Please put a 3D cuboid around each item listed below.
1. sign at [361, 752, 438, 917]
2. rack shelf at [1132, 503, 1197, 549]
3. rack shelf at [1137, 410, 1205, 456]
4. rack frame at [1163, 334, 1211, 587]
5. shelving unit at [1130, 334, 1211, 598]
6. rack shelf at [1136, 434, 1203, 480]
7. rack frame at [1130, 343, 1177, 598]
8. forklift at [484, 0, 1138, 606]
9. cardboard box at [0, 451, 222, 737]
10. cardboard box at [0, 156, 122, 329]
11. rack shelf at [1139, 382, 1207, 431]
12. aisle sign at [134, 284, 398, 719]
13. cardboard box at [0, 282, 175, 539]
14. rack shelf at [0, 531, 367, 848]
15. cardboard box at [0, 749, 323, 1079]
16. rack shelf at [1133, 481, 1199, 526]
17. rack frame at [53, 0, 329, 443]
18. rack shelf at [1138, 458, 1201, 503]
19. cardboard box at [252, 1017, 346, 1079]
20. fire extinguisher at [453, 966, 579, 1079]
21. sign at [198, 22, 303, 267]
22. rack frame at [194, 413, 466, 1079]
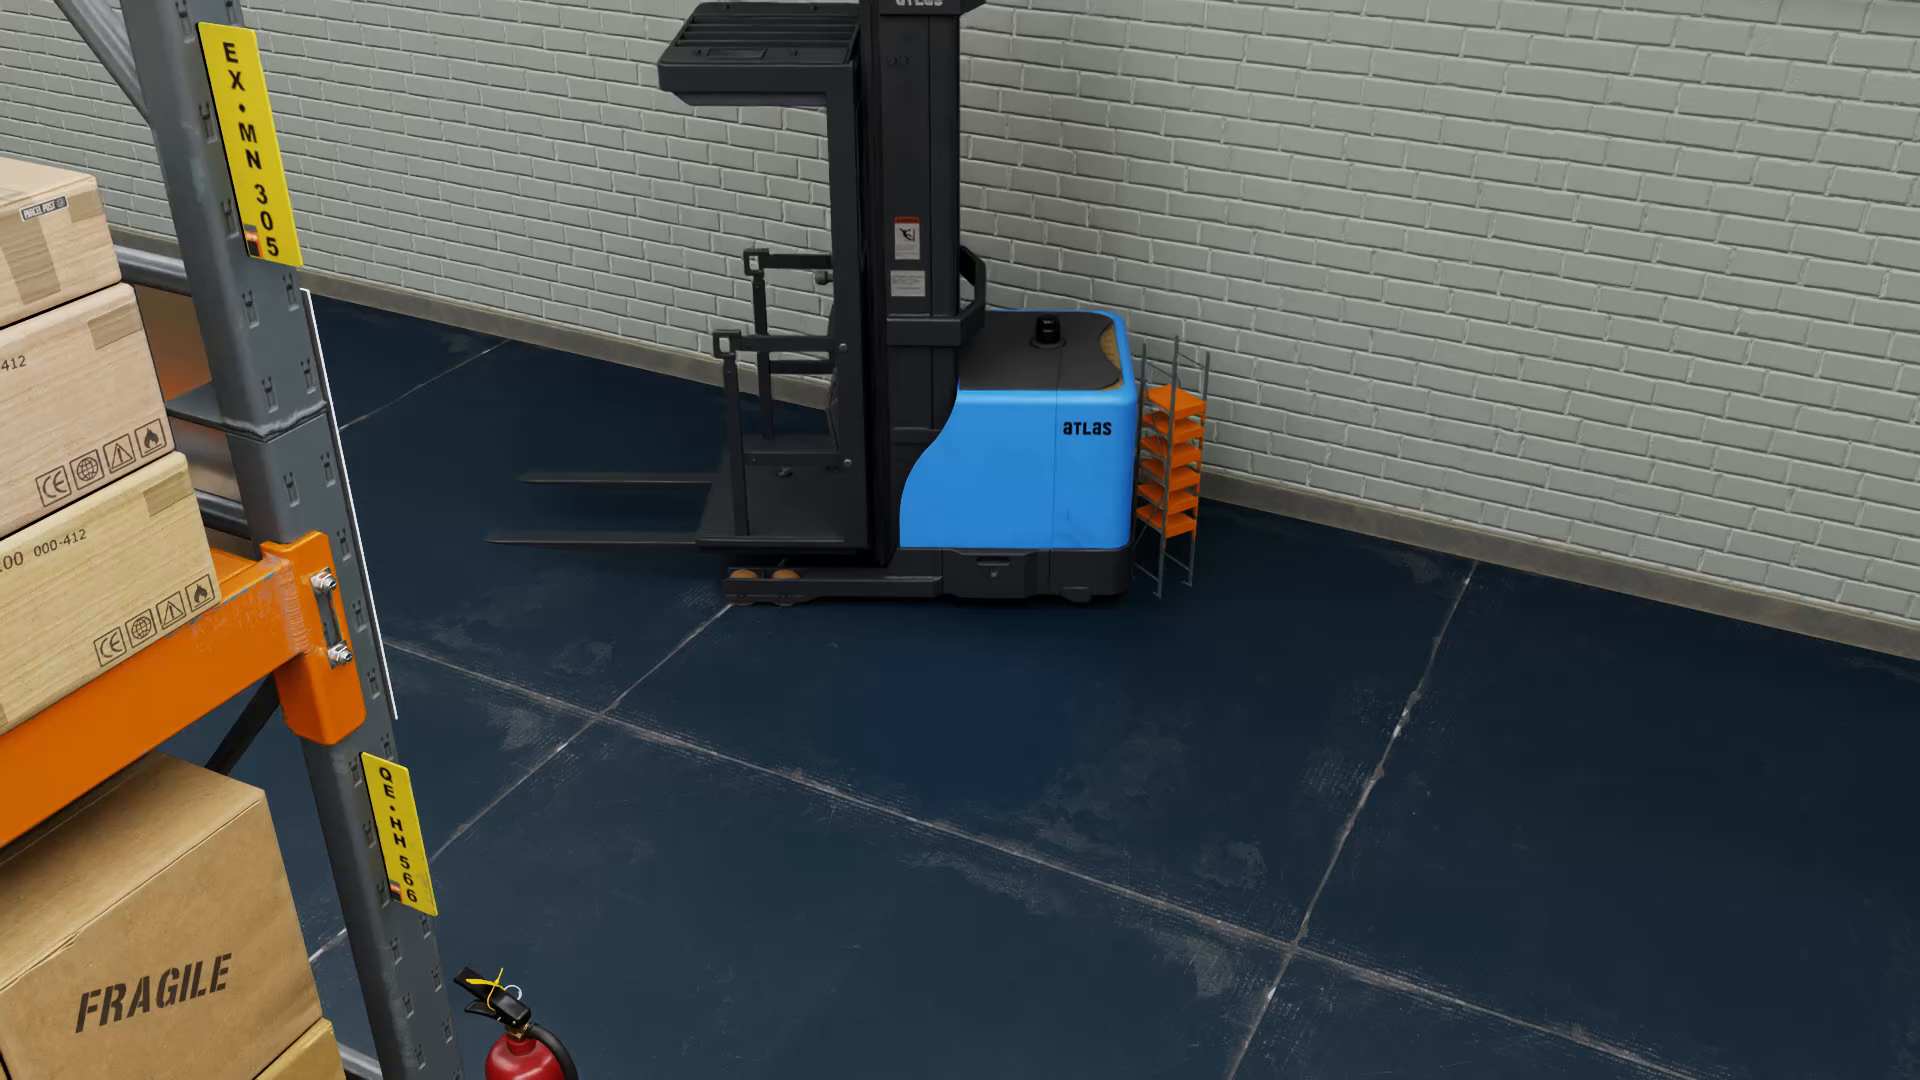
[{"bbox_3d":[-0.966,0.511,2.868,0.100,0.325,0.005,14,33,23],"label":"sign"},{"bbox_3d":[0.952,-0.079,7.753,0.180,0.103,0.258,-17,34,-27],"label":"rack shelf"},{"bbox_3d":[0.952,-0.495,7.514,0.180,0.103,0.258,-17,34,-27],"label":"rack shelf"},{"bbox_3d":[1.029,-0.349,7.653,0.006,1.200,0.240,-17,34,-27],"label":"rack frame"},{"bbox_3d":[0.952,-0.325,7.612,0.189,1.200,0.258,-17,34,-27],"label":"shelving unit"},{"bbox_3d":[0.952,-0.391,7.574,0.180,0.103,0.258,-17,34,-27],"label":"rack shelf"},{"bbox_3d":[0.874,-0.301,7.570,0.006,1.200,0.240,-17,34,-27],"label":"rack frame"},{"bbox_3d":[-0.716,-1.227,7.444,3.031,2.935,1.130,1,30,1],"label":"forklift"},{"bbox_3d":[-1.422,0.041,2.305,0.500,0.250,0.500,14,33,22],"label":"cardboard box"},{"bbox_3d":[-1.340,-0.396,2.164,0.380,0.149,0.250,14,33,23],"label":"cardboard box"},{"bbox_3d":[0.952,-0.599,7.454,0.180,0.103,0.258,-17,34,-27],"label":"rack shelf"},{"bbox_3d":[-1.150,-0.076,2.760,0.394,0.787,0.004,14,33,23],"label":"aisle sign"},{"bbox_3d":[-1.434,-0.175,2.180,0.500,0.250,0.500,13,32,22],"label":"cardboard box"},{"bbox_3d":[-2.362,0.913,1.358,1.077,0.370,4.000,14,33,23],"label":"rack shelf"},{"bbox_3d":[-1.438,0.669,2.670,0.500,0.500,0.500,14,33,22],"label":"cardboard box"},{"bbox_3d":[0.952,-0.183,7.693,0.180,0.103,0.258,-17,34,-27],"label":"rack shelf"},{"bbox_3d":[-1.451,-1.586,1.976,1.000,3.000,0.127,14,33,23],"label":"rack frame"},{"bbox_3d":[0.952,-0.287,7.634,0.180,0.103,0.258,-17,34,-27],"label":"rack shelf"},{"bbox_3d":[-1.426,1.101,2.922,0.500,0.500,0.500,15,33,24],"label":"cardboard box"},{"bbox_3d":[-0.925,1.204,3.594,0.296,0.674,0.183,14,33,23],"label":"fire extinguisher"},{"bbox_3d":[-0.966,-0.535,2.268,0.100,0.325,0.005,14,33,23],"label":"sign"},{"bbox_3d":[-1.451,1.015,3.470,1.000,3.000,0.127,14,33,23],"label":"rack frame"}]
